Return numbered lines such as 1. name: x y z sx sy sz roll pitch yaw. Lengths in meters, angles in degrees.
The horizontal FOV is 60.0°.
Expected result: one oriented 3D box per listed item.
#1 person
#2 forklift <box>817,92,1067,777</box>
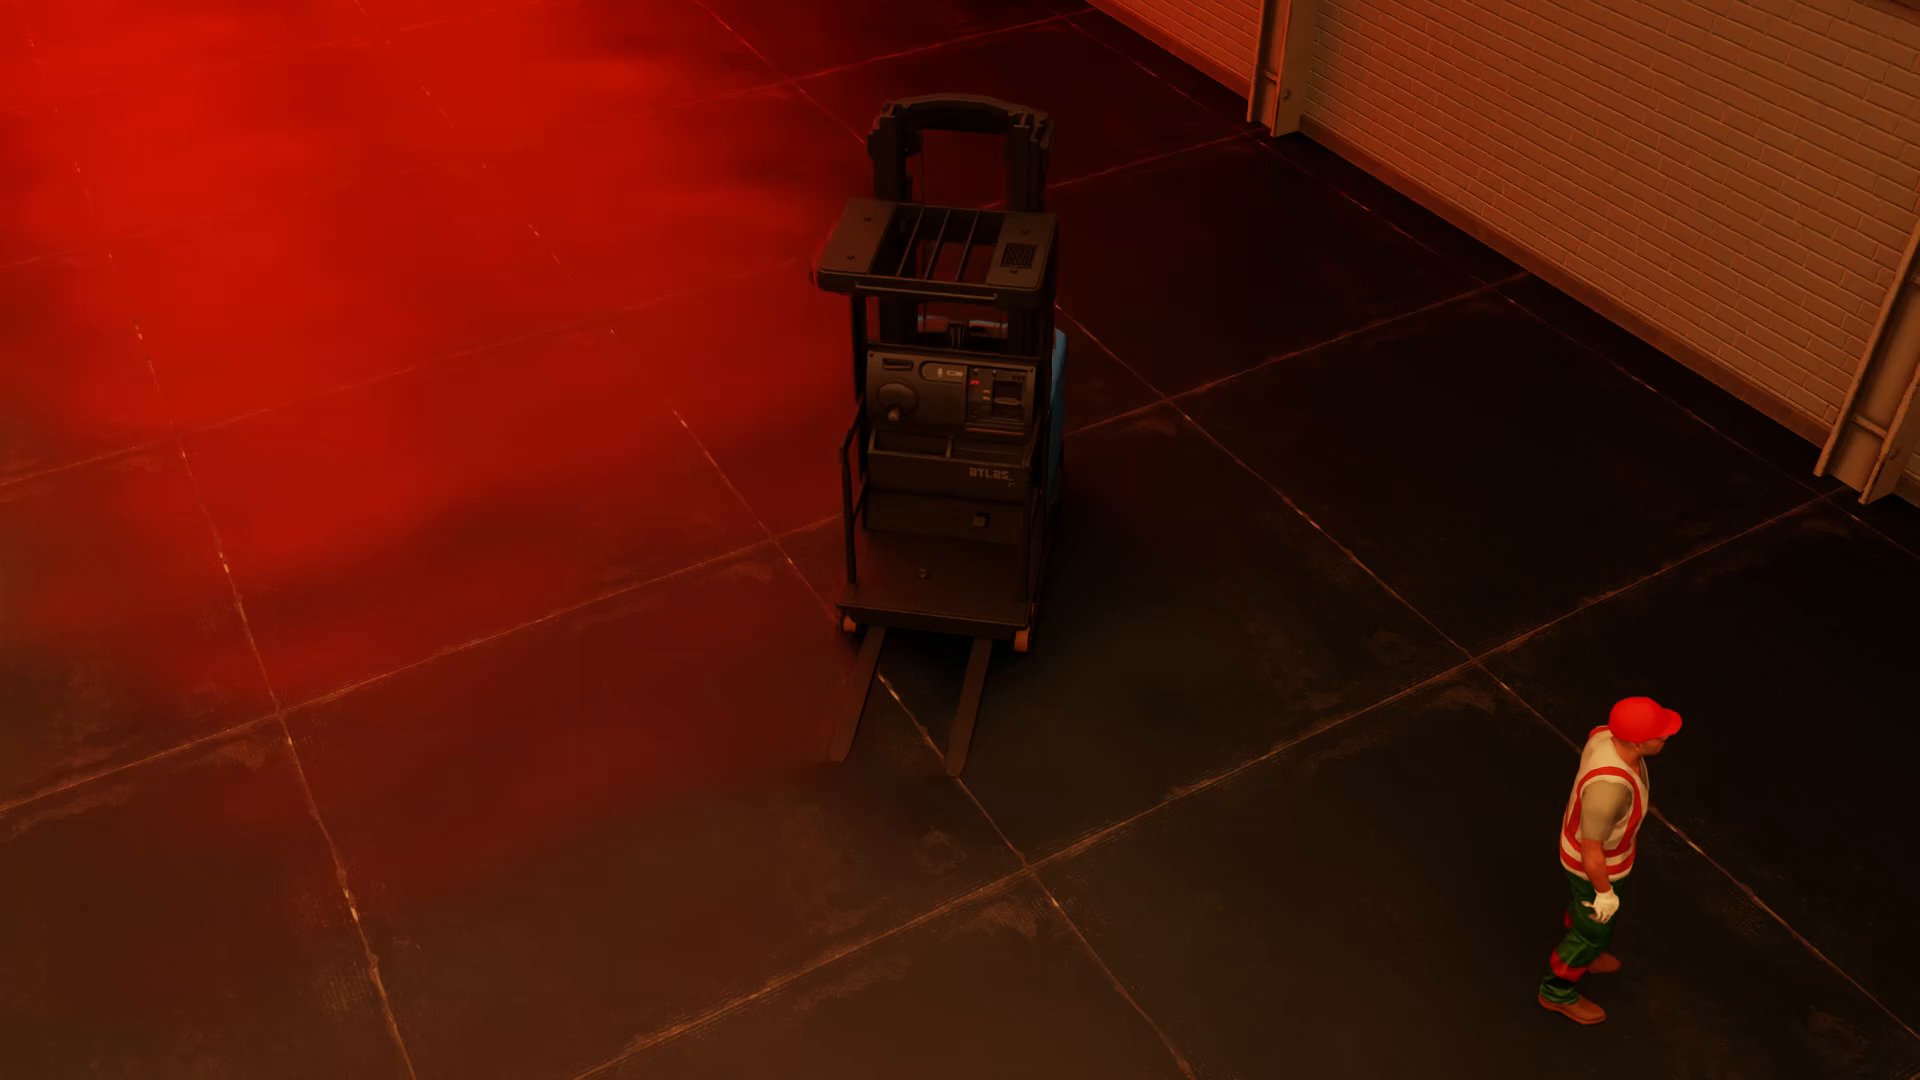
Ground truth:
1. person: 2.847 1.391 7.269 0.489 1.806 0.632 14 42 16
2. forklift: -0.085 -0.733 8.920 1.130 2.935 3.031 6 40 7
